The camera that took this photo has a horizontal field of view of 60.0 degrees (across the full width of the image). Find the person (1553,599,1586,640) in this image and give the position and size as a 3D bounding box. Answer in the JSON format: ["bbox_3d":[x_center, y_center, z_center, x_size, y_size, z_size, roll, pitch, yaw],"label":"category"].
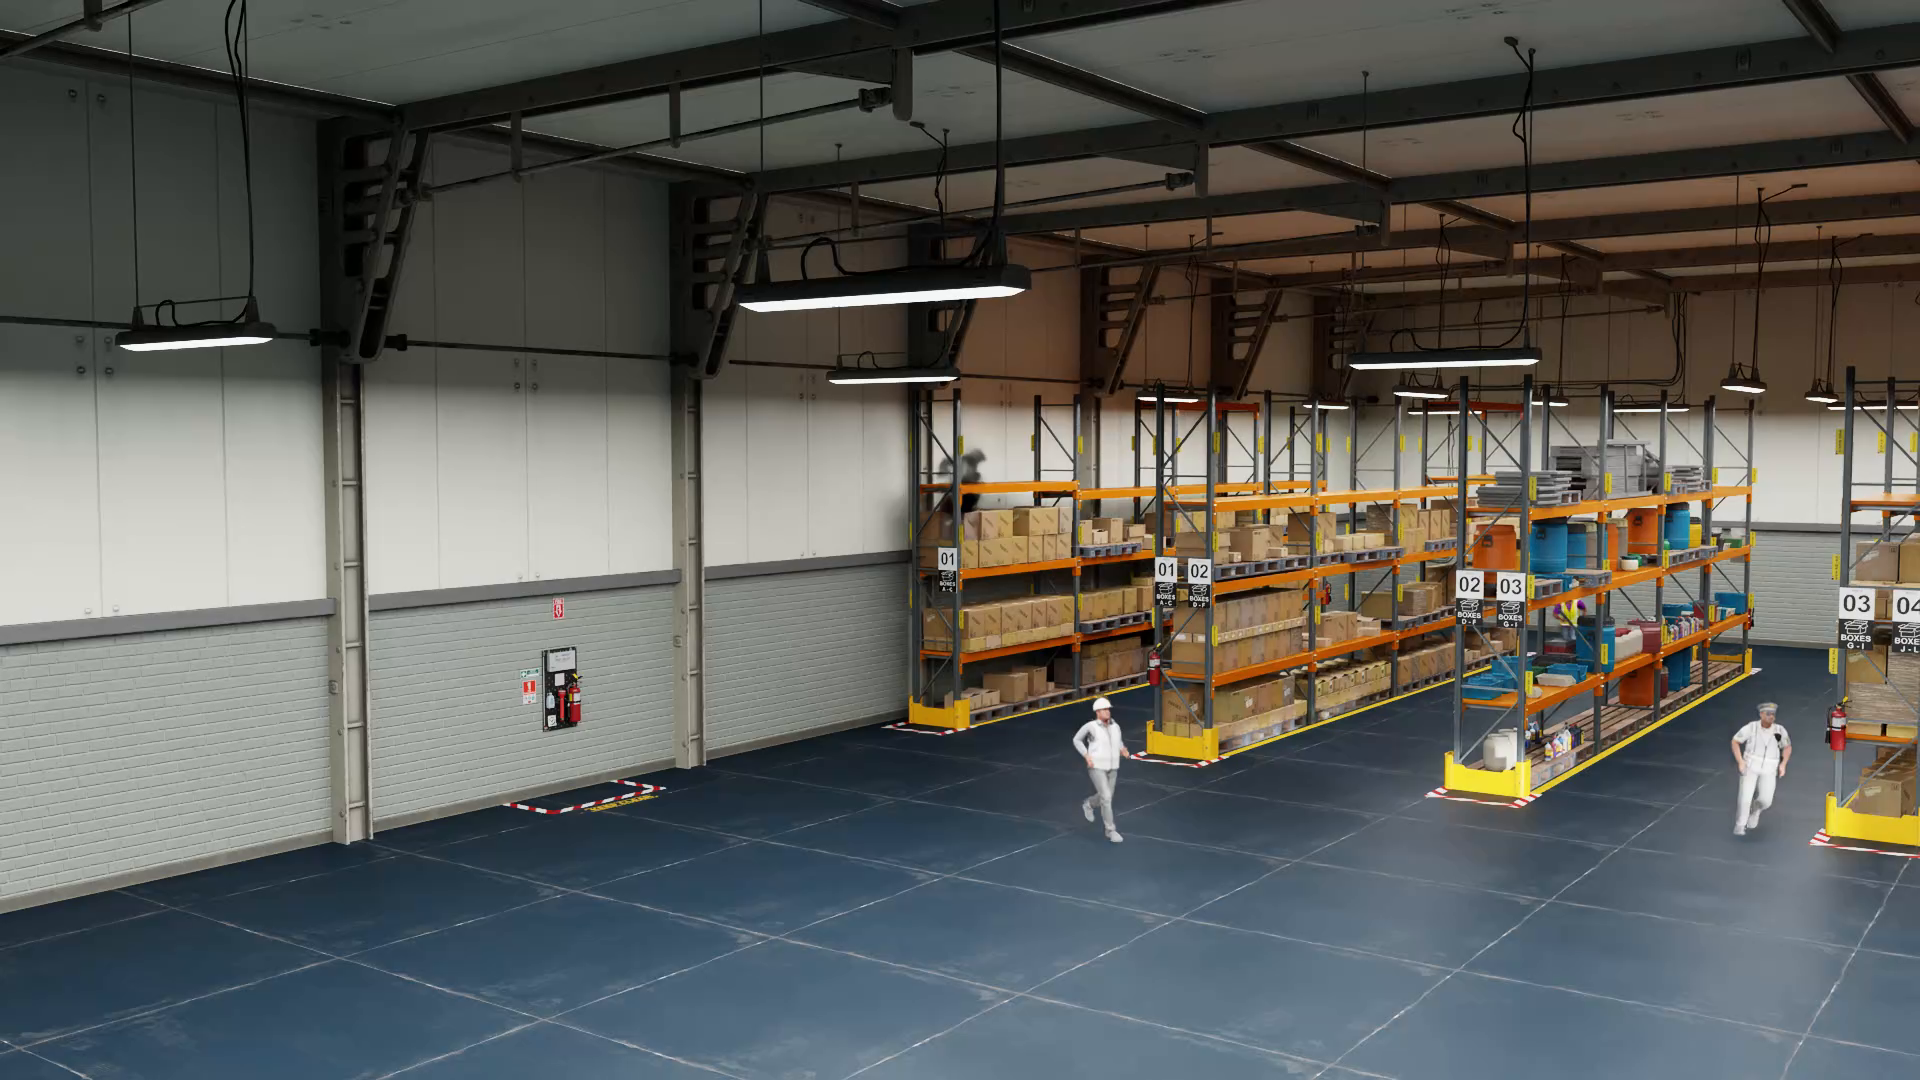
[{"bbox_3d":[13.873,1.971,37.886,0.693,1.764,0.694,2,4,25],"label":"person"}]

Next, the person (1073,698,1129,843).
[{"bbox_3d":[1.814,2.910,21.291,0.663,1.777,0.928,-2,4,-32],"label":"person"}]

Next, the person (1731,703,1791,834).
[{"bbox_3d":[10.284,2.936,21.330,0.714,1.722,0.512,1,3,19],"label":"person"}]
